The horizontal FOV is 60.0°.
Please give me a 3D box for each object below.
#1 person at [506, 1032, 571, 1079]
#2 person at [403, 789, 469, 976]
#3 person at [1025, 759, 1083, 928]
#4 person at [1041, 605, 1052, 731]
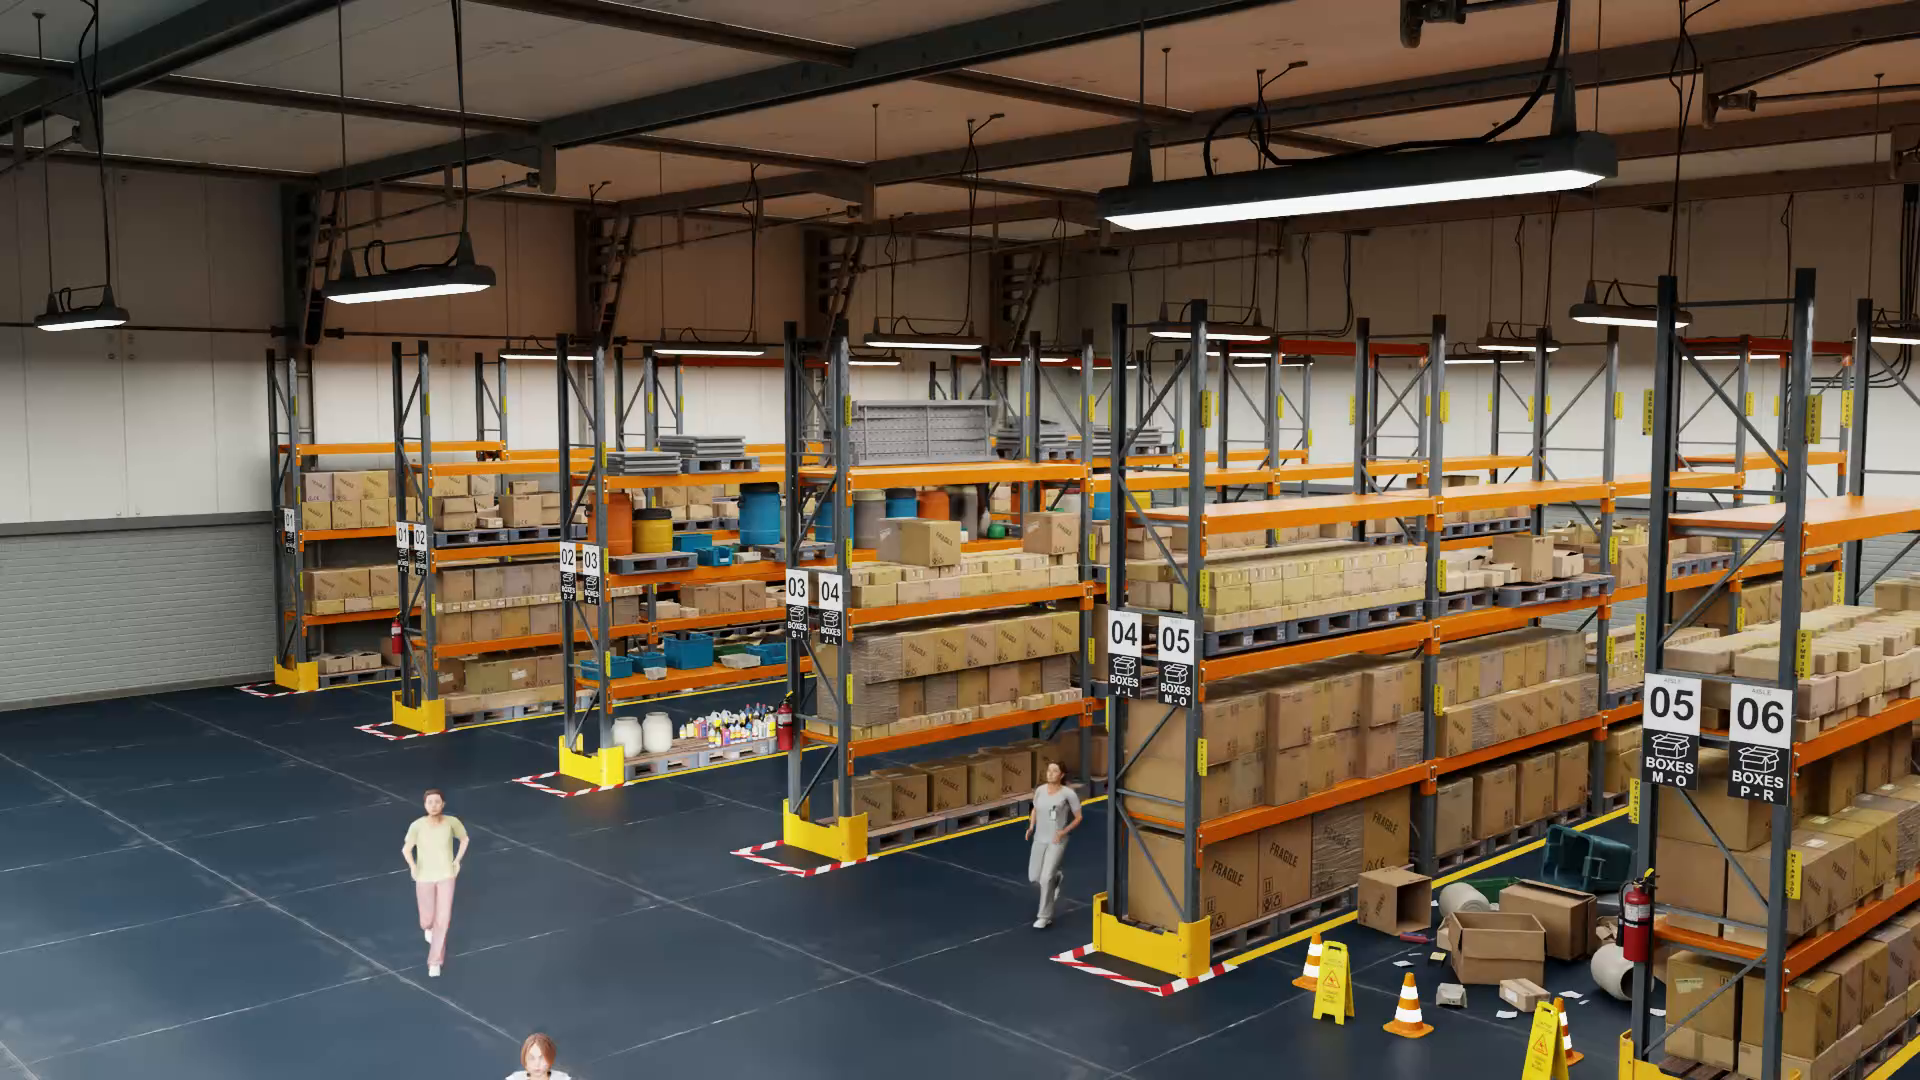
[{"bbox_3d":[-2.362,3.555,9.311,0.510,1.643,0.737,-1,5,-15],"label":"person"},{"bbox_3d":[-4.726,3.052,15.027,0.579,1.637,0.776,-2,5,-18],"label":"person"},{"bbox_3d":[0.923,2.950,16.306,0.557,1.618,0.646,3,6,30],"label":"person"},{"bbox_3d":[1.228,1.890,24.652,0.677,1.857,0.679,4,6,40],"label":"person"}]
